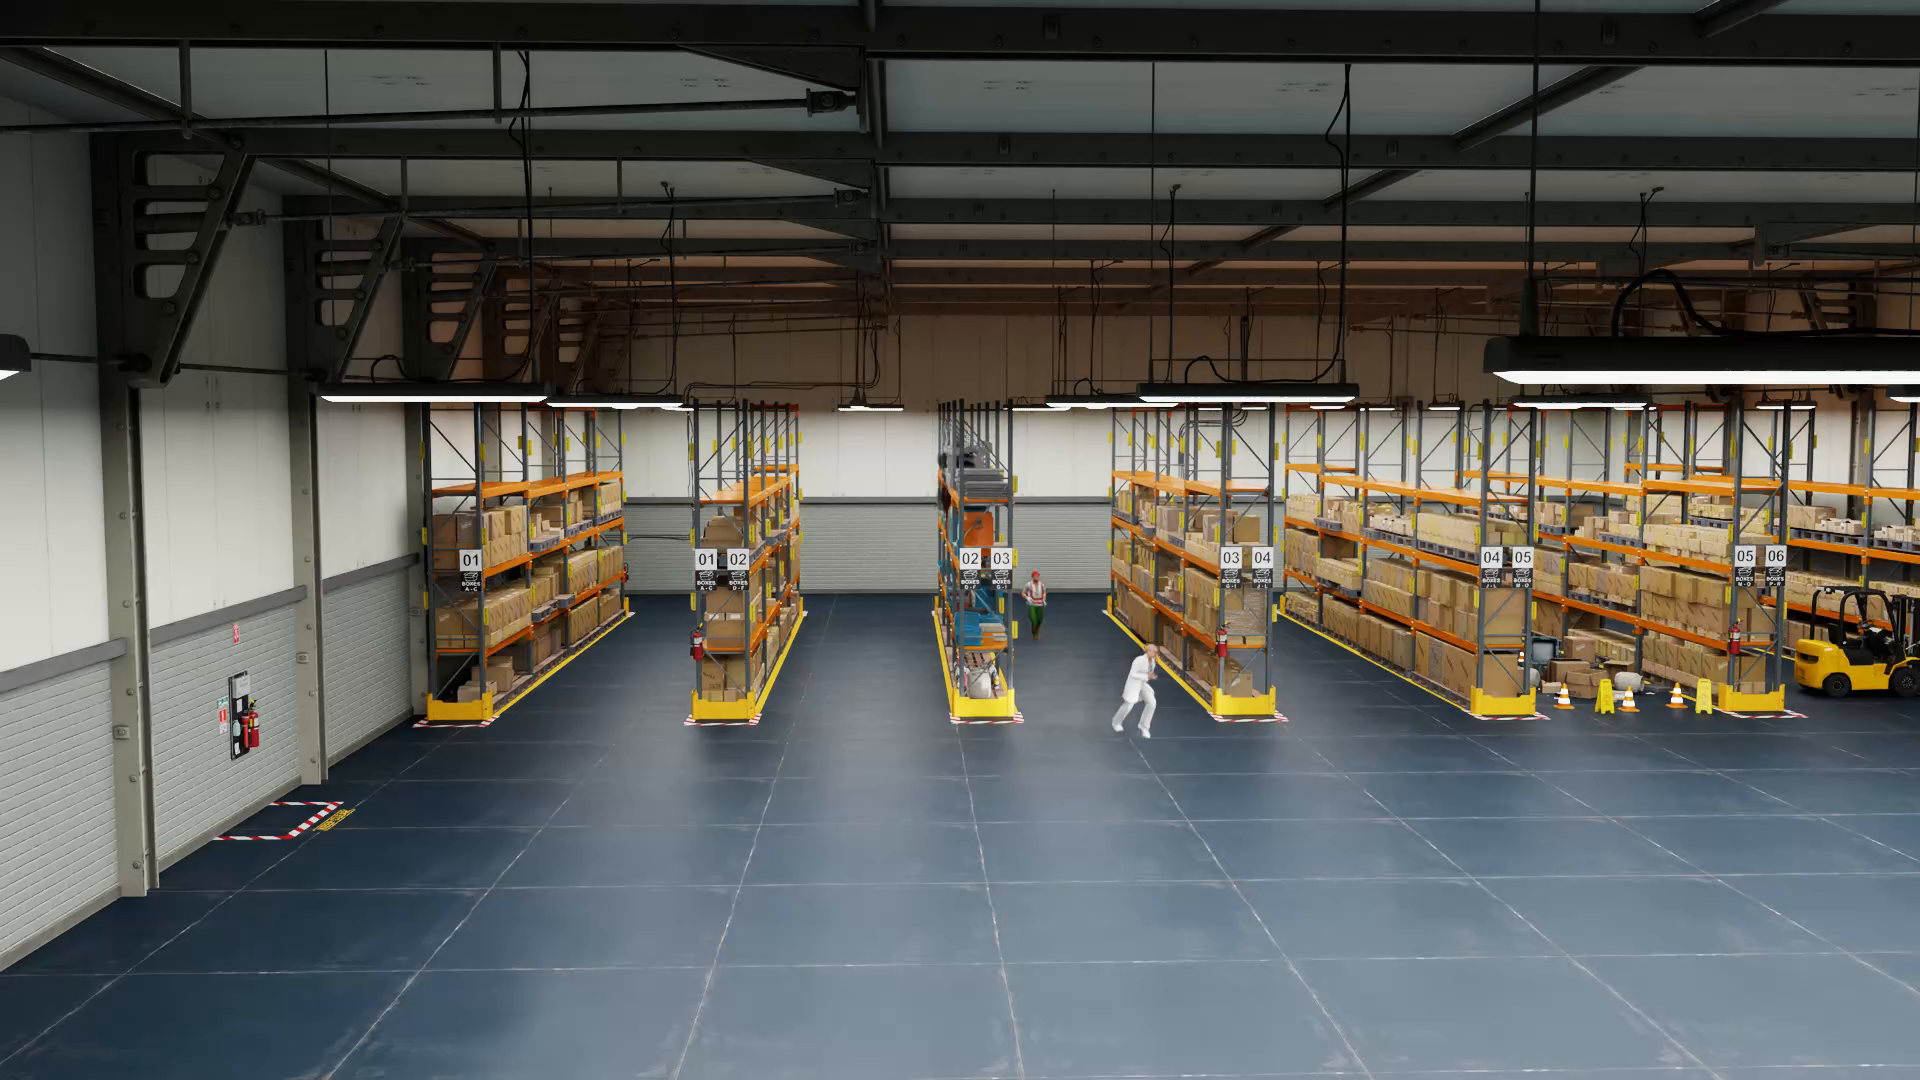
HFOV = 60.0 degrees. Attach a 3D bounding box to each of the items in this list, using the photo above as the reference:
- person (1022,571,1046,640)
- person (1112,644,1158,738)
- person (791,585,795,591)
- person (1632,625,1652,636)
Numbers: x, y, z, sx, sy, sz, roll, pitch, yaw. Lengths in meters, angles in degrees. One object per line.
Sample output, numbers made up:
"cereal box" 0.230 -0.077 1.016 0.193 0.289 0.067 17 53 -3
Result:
"person" 1.887 1.659 42.092 0.643 1.752 0.636 -1 4 -13
"person" 3.139 2.673 29.565 0.752 1.728 1.072 -4 6 -45
"person" -5.054 1.169 48.628 0.639 1.757 0.684 1 4 15
"person" 17.544 1.679 42.611 0.535 1.699 0.793 -1 4 -12
